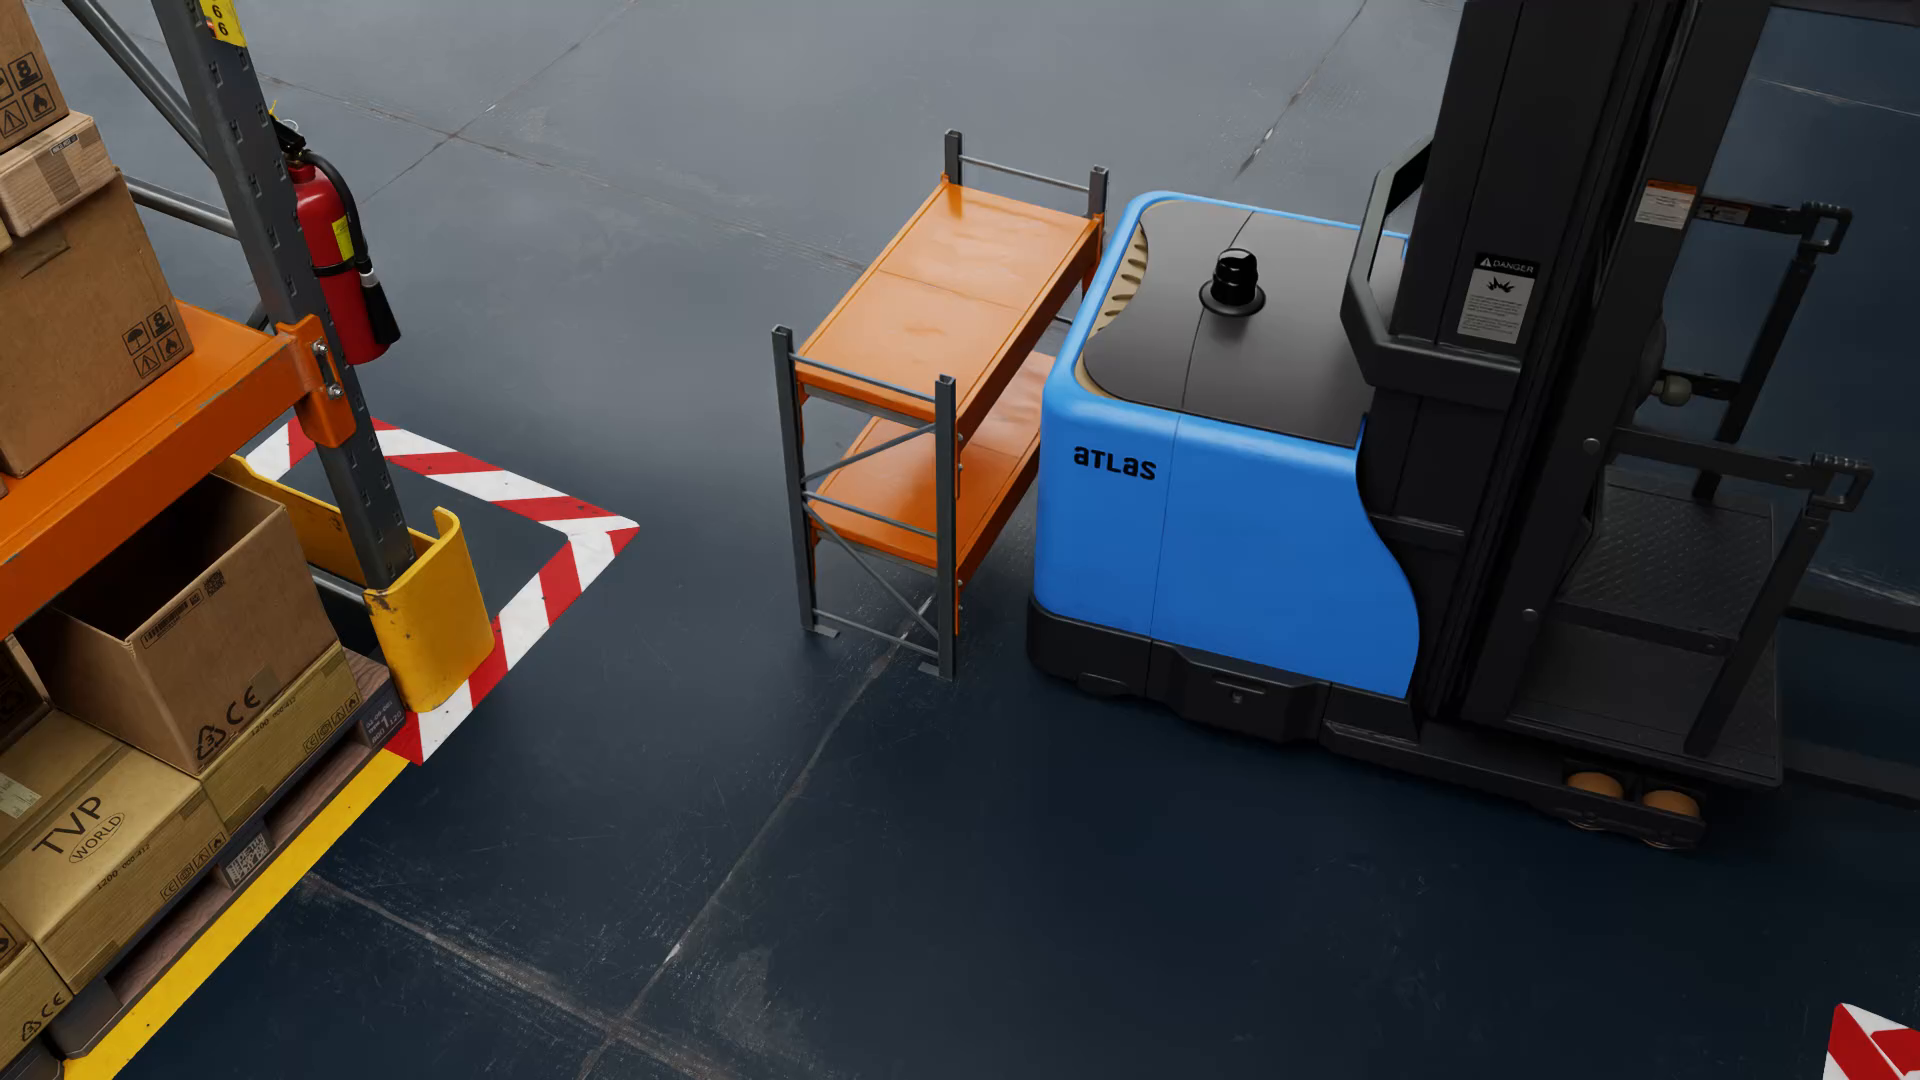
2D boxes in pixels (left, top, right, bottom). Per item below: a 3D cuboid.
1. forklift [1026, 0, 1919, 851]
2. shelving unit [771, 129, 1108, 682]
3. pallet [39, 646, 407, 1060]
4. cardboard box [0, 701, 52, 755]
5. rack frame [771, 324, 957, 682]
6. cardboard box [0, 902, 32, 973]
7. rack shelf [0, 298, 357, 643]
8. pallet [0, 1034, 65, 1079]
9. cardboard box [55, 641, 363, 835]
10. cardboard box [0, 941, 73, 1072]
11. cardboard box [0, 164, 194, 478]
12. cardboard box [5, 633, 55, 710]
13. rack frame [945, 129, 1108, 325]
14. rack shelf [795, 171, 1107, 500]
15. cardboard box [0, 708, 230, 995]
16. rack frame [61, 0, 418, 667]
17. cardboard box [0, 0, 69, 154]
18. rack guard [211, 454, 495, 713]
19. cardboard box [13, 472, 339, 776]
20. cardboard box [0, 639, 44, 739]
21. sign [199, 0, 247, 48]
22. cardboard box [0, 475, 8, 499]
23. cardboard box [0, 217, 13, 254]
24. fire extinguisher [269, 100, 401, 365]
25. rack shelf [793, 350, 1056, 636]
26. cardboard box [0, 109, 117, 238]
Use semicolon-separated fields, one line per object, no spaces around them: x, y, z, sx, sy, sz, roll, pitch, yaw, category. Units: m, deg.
1.766;-0.634;3.816;3.031;2.935;1.130;13;47;13;forklift
-0.028;-0.394;4.848;0.538;1.125;1.048;18;48;17;shelving unit
-2.285;0.647;4.462;1.003;0.211;1.213;20;49;19;pallet
-2.642;0.571;4.215;0.500;0.250;0.500;20;49;19;cardboard box
-0.243;-0.066;4.525;0.500;1.125;0.032;18;48;17;rack frame
-2.404;0.798;3.463;0.500;0.500;0.500;20;49;19;cardboard box
-2.895;0.684;2.971;1.077;0.370;4.000;20;49;19;rack shelf
-2.852;1.413;3.705;1.003;0.211;1.213;20;49;19;pallet
-1.954;0.426;4.358;0.500;0.250;0.500;20;49;19;cardboard box
-2.406;1.060;3.731;0.500;0.250;0.500;20;49;19;cardboard box
-2.195;-0.574;3.638;0.700;0.500;0.500;20;49;19;cardboard box
-2.413;0.255;4.527;0.500;0.250;0.500;20;49;19;cardboard box
0.187;-0.721;5.172;0.500;1.125;0.032;18;48;17;rack frame
-0.028;-0.599;4.640;0.538;0.278;1.000;18;48;17;rack shelf
-2.176;0.745;4.043;0.500;0.250;0.500;20;49;19;cardboard box
-1.967;-0.829;3.960;1.000;3.000;0.127;20;49;19;rack frame
-2.220;-0.997;3.144;0.700;0.500;0.500;21;49;19;cardboard box
-1.956;0.035;4.864;1.175;0.500;0.348;20;49;19;rack guard
-1.952;0.163;4.091;0.500;0.500;0.500;20;49;19;cardboard box
-2.643;0.307;3.949;0.500;0.500;0.500;20;49;19;cardboard box
-1.493;-1.131;3.278;0.100;0.325;0.005;20;49;19;sign
-2.435;-0.241;3.309;0.700;0.500;0.500;22;49;20;cardboard box
-2.096;-0.623;3.230;0.380;0.149;0.250;22;49;20;cardboard box
-1.501;-0.723;3.910;0.296;0.674;0.183;20;49;19;fire extinguisher
-0.028;-0.222;5.022;0.538;0.278;1.000;18;48;17;rack shelf
-1.976;-0.788;3.394;0.380;0.149;0.250;20;49;18;cardboard box
